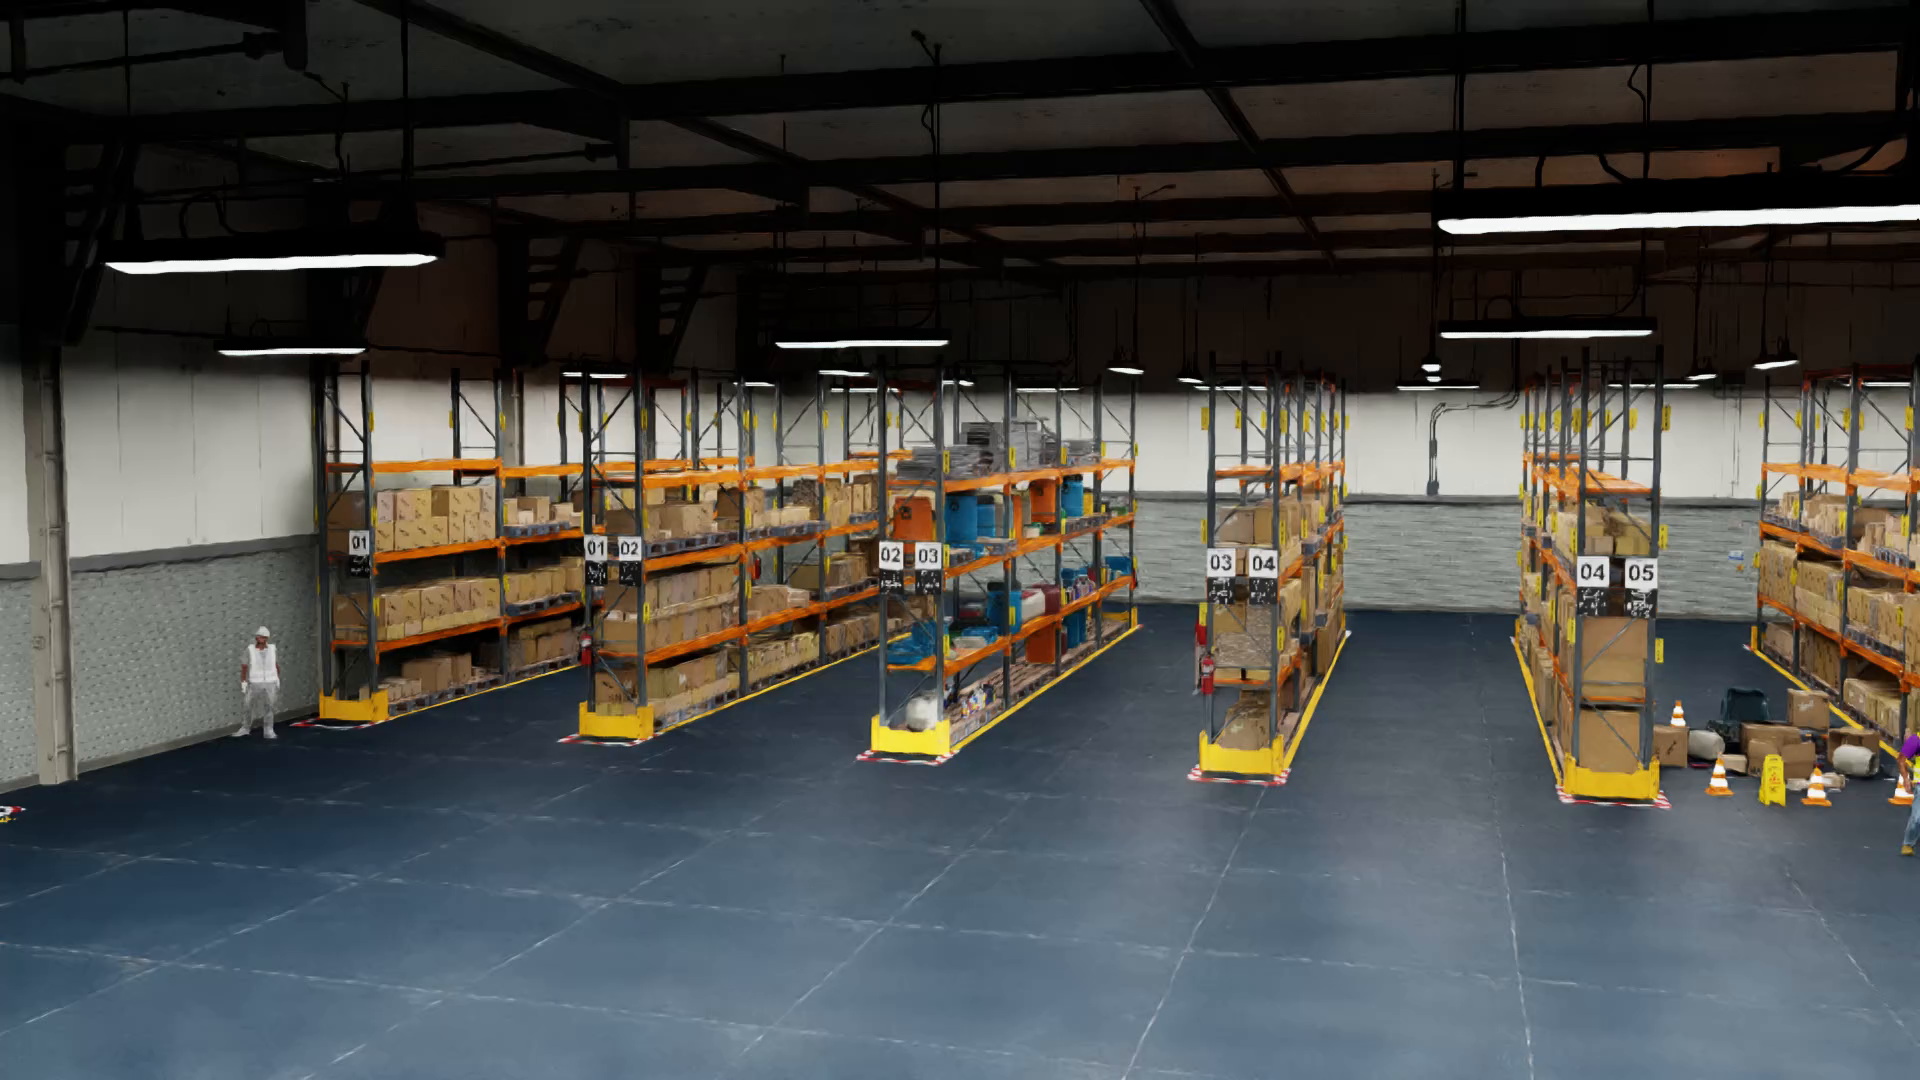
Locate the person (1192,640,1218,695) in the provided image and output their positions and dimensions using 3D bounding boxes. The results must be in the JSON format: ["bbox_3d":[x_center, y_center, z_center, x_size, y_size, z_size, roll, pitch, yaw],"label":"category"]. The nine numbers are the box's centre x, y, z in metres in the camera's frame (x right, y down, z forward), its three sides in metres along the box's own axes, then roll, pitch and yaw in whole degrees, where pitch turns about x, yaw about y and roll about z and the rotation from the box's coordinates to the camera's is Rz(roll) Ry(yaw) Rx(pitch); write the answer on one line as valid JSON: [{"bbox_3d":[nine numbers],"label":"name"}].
[{"bbox_3d":[4.502,2.037,30.355,0.423,1.546,1.116,1,4,14],"label":"person"}]

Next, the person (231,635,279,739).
[{"bbox_3d":[-11.119,2.264,26.219,0.734,1.743,0.498,-2,5,-28],"label":"person"}]

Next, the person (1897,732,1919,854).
[{"bbox_3d":[11.140,2.794,19.038,0.719,1.714,0.578,1,4,15],"label":"person"}]
